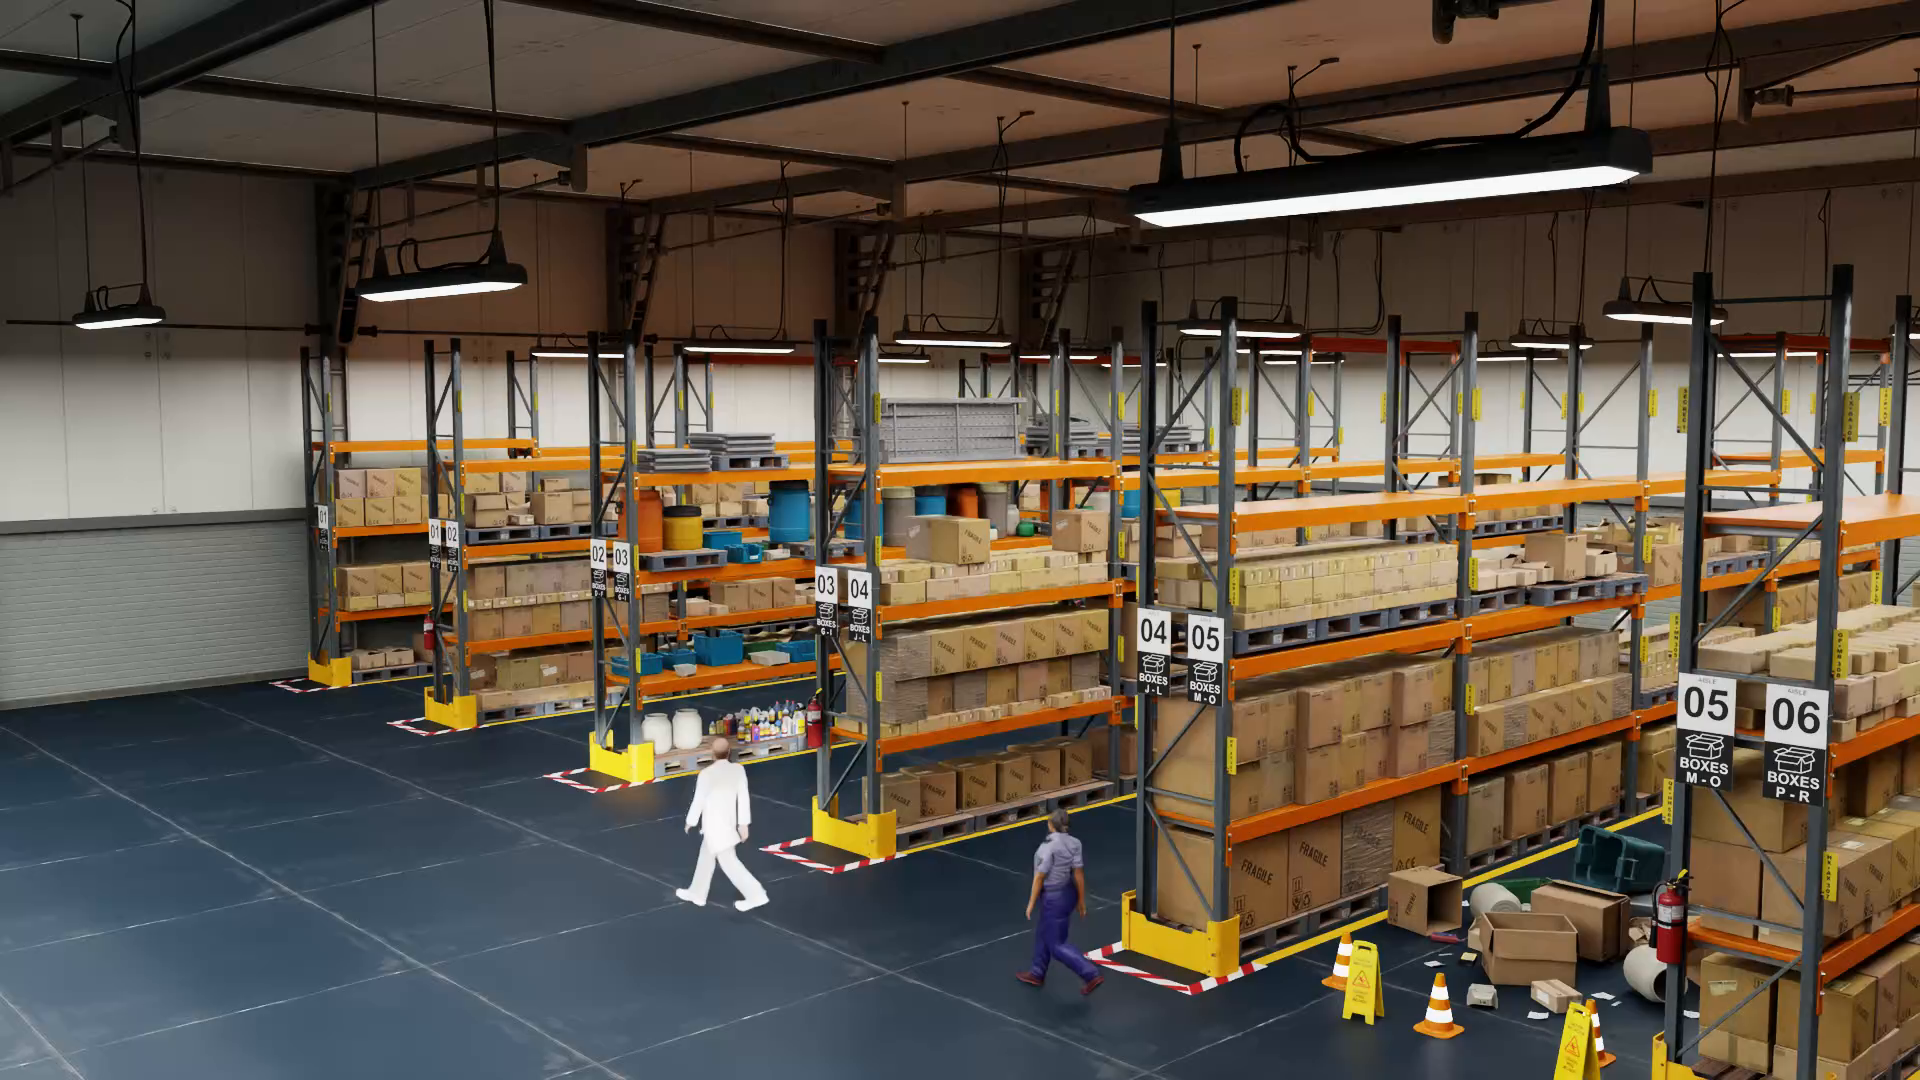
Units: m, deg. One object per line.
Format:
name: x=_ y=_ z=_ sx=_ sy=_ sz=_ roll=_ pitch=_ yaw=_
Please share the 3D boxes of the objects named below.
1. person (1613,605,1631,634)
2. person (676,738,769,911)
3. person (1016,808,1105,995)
person: x=11.371 y=1.783 z=28.528 sx=0.605 sy=1.771 sz=0.535 roll=-5 pitch=7 yaw=-43
person: x=-2.400 y=2.835 z=16.596 sx=1.118 sy=1.744 sz=0.517 roll=1 pitch=5 yaw=15
person: x=0.849 y=3.102 z=14.287 sx=0.926 sy=1.614 sz=0.467 roll=2 pitch=5 yaw=23
